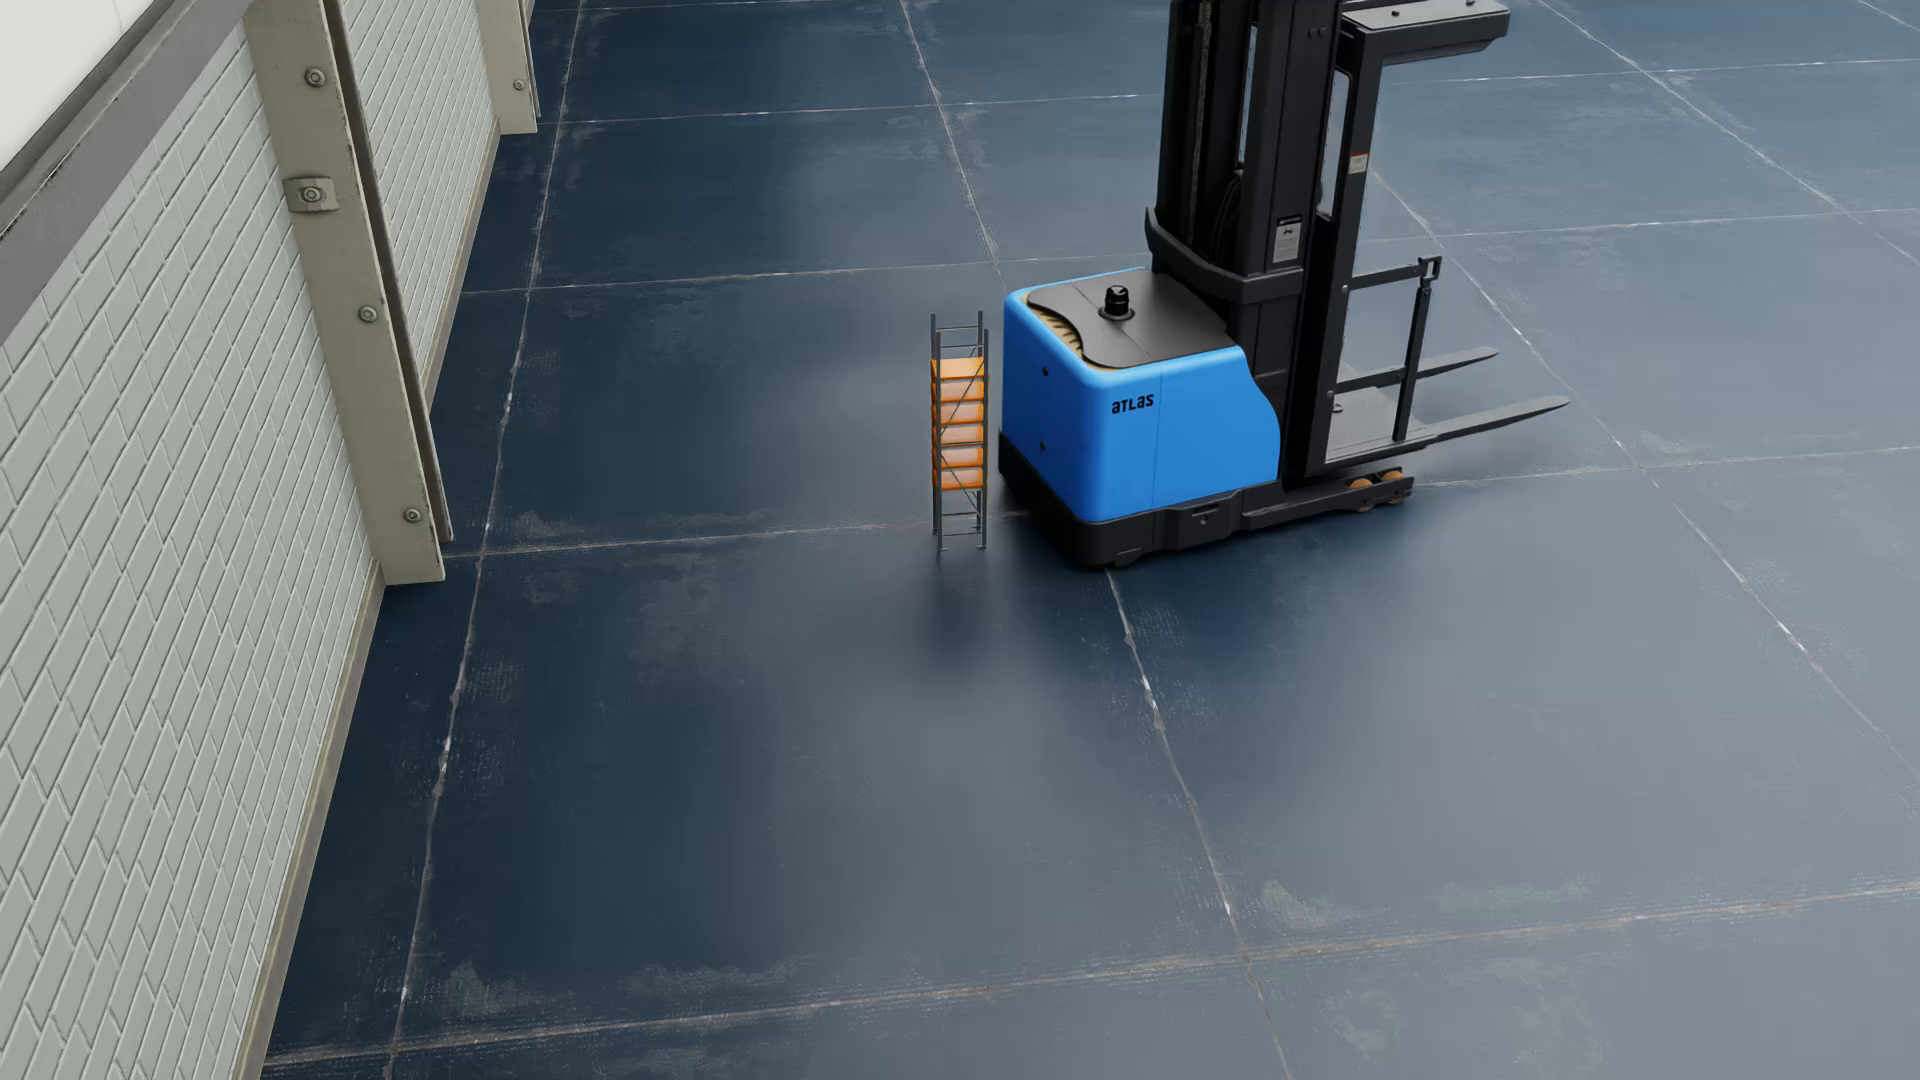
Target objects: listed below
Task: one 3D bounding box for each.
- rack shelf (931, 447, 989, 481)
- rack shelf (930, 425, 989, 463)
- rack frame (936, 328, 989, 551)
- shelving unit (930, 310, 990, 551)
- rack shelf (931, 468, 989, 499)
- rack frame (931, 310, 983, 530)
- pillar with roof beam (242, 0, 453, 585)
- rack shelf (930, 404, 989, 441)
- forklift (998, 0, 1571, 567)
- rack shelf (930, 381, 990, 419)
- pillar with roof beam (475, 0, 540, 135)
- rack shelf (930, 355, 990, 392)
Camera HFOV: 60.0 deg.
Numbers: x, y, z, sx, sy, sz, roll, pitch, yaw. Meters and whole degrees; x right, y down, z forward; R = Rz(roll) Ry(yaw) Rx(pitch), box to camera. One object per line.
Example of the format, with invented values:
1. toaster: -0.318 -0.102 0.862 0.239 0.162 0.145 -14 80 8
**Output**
1. rack shelf: -0.002 -0.368 8.017 0.258 0.103 0.180 -4 35 -6
2. rack shelf: -0.002 -0.467 7.949 0.258 0.103 0.180 -4 35 -6
3. rack frame: 0.010 -0.453 7.849 0.240 1.200 0.006 -4 35 -6
4. shelving unit: -0.002 -0.504 7.924 0.258 1.200 0.189 -4 35 -6
5. rack shelf: -0.002 -0.269 8.084 0.258 0.103 0.180 -4 35 -6
6. rack frame: -0.014 -0.555 7.999 0.240 1.200 0.006 -4 35 -6
7. pillar with roof beam: 1.615 -3.949 6.054 9.100 9.000 0.400 -4 35 -6
8. rack shelf: -0.002 -0.566 7.881 0.258 0.103 0.180 -4 35 -6
9. forklift: 1.766 -1.615 8.017 3.031 2.935 1.130 -13 37 -19
10. rack shelf: -0.002 -0.665 7.814 0.258 0.103 0.180 -4 35 -6
11. pillar with roof beam: 0.808 -7.297 10.967 9.100 9.000 0.400 -4 35 -6
12. rack shelf: -0.002 -0.765 7.746 0.258 0.103 0.180 -4 35 -6
